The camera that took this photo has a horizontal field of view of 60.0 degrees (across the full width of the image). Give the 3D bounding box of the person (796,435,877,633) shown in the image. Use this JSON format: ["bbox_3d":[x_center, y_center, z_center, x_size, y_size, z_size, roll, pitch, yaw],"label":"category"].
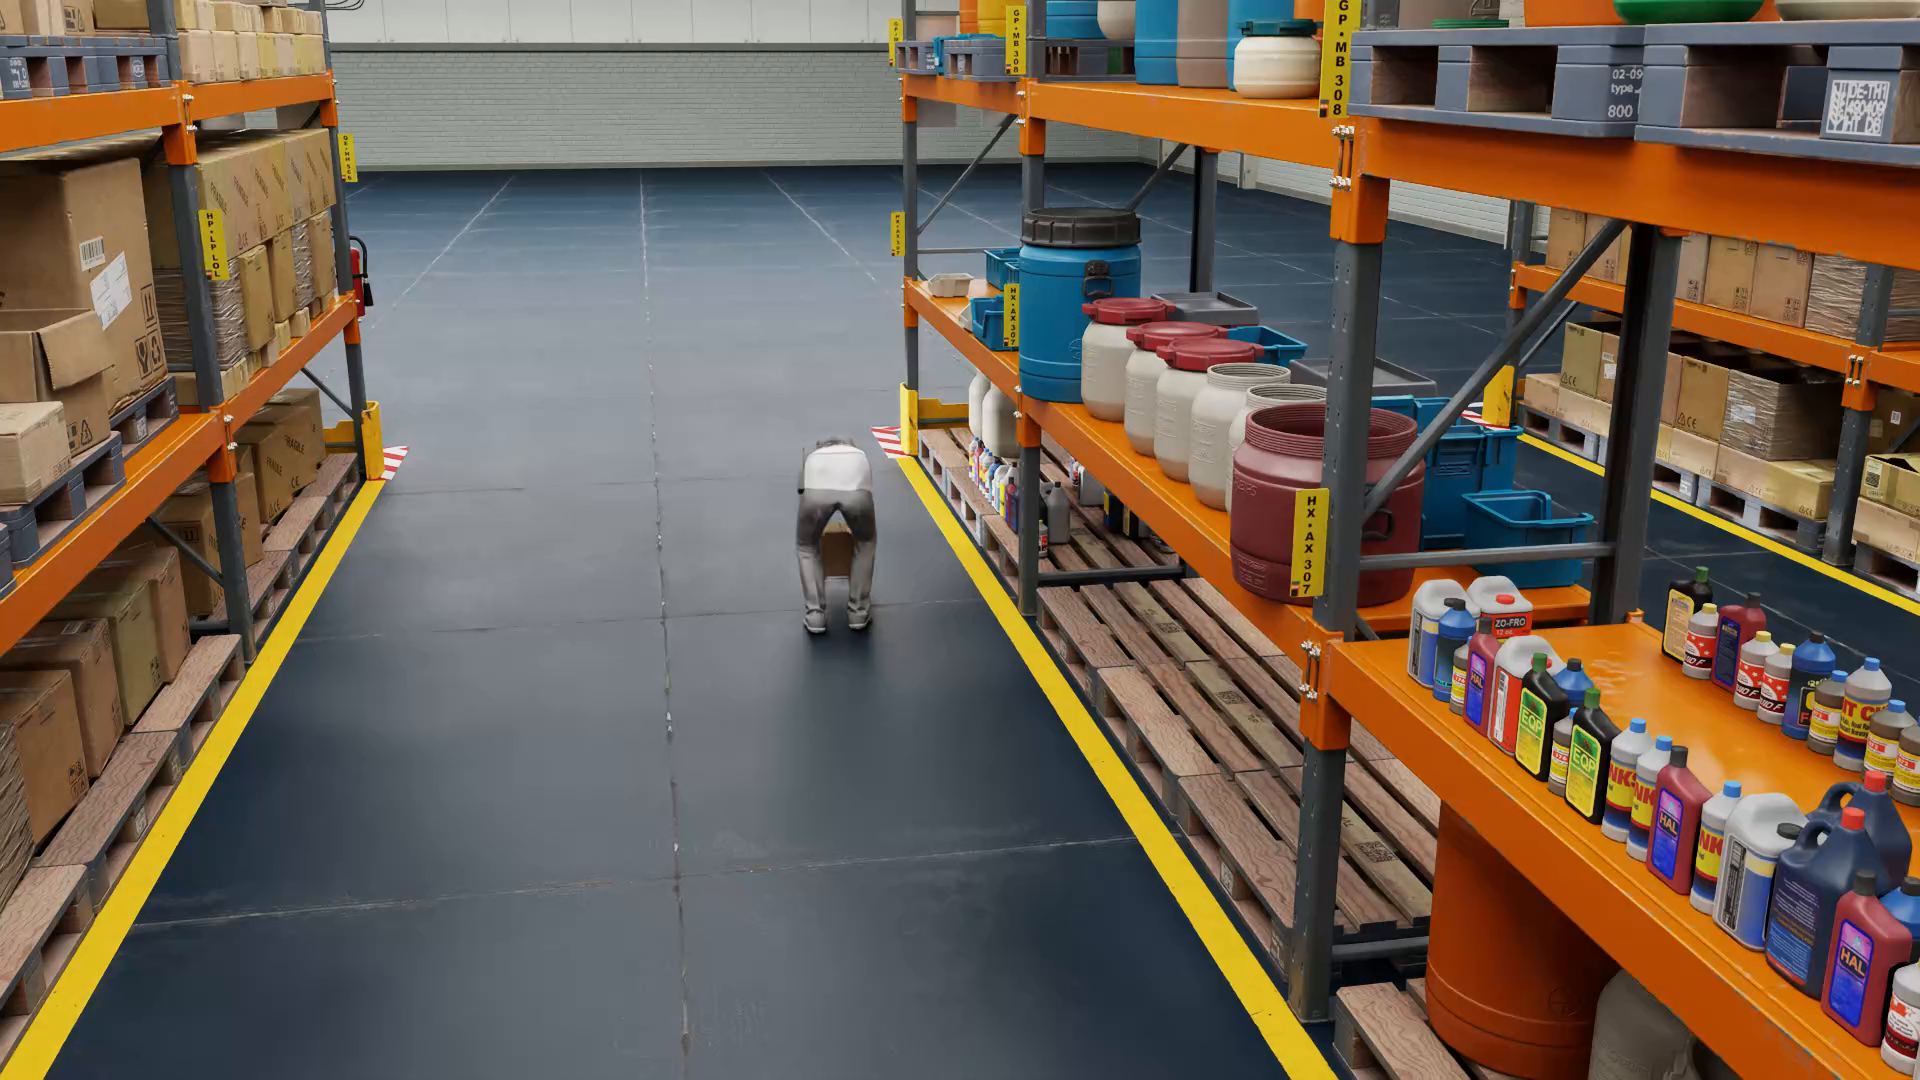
[{"bbox_3d":[-0.666,-0.061,8.934,0.431,0.990,0.912,-1,17,-4],"label":"person"}]
